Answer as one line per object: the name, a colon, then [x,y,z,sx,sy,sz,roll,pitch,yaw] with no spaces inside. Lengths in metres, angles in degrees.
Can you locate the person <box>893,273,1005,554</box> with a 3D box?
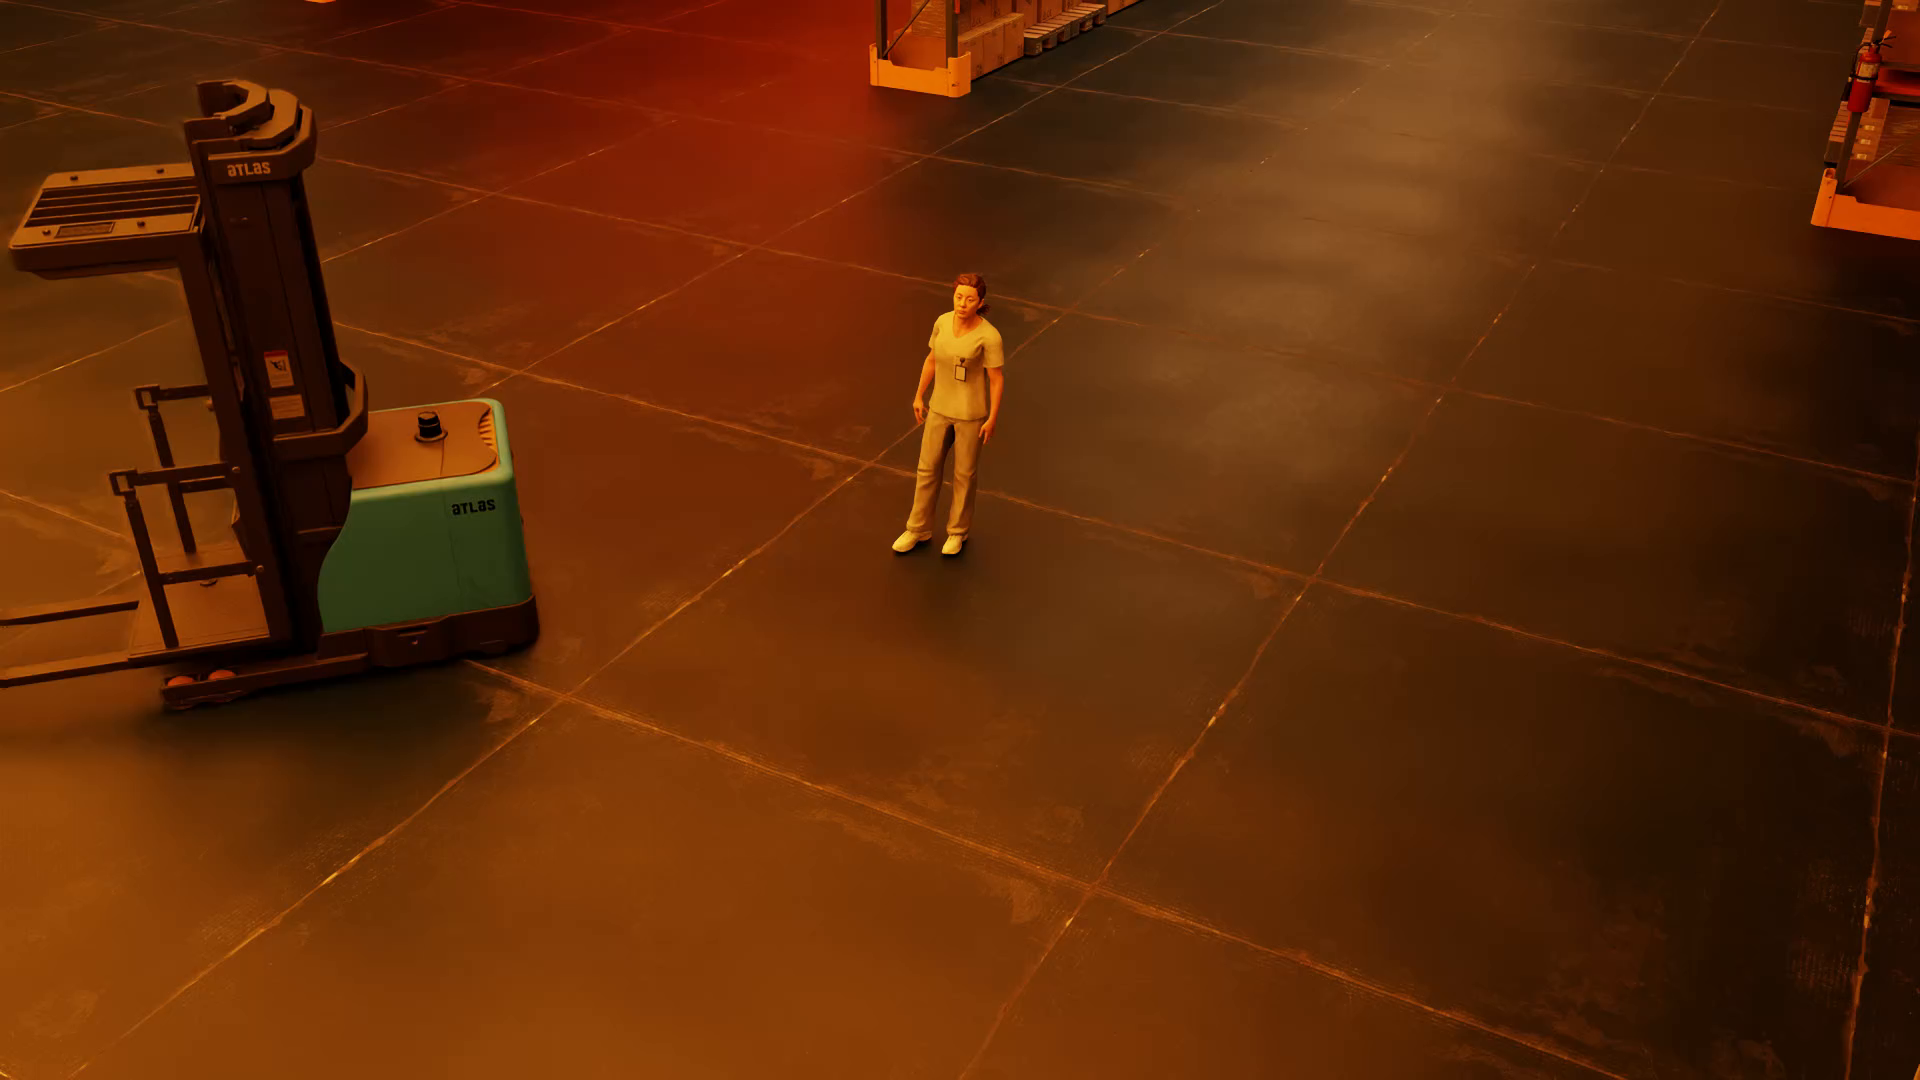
person: [-0.047,-0.703,9.530,0.550,1.675,0.549,15,33,25]

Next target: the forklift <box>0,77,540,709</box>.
forklift: [-3.848,-0.699,8.282,3.031,2.935,1.130,-9,31,-15]
